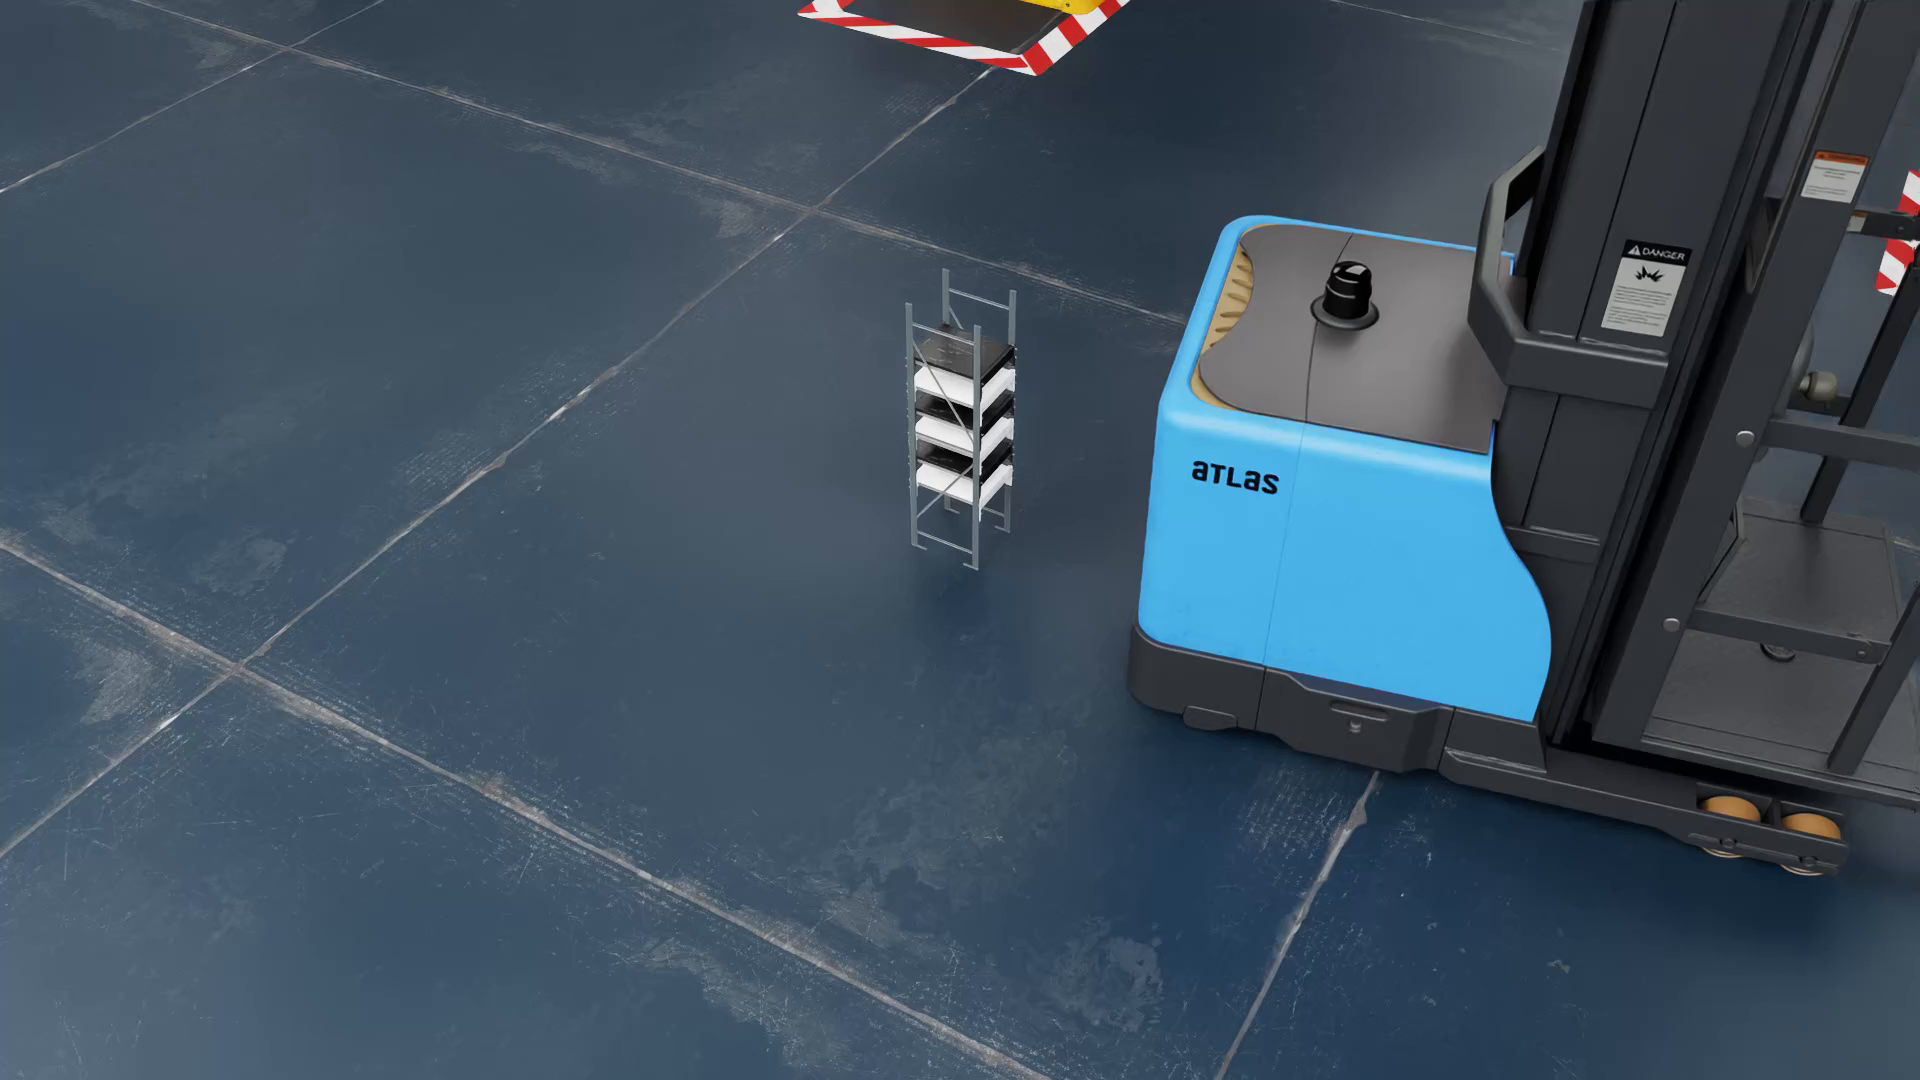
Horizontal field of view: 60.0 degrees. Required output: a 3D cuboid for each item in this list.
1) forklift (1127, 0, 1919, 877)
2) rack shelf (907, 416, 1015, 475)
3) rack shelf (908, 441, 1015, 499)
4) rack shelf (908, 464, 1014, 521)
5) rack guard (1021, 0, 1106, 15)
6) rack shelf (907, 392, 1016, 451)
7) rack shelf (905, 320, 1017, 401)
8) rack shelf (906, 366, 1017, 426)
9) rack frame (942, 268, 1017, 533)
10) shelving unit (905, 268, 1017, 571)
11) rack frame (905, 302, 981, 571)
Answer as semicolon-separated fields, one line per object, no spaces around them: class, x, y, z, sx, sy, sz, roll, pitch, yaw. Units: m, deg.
forklift;2.046;-0.634;3.752;3.031;2.935;1.130;12;43;13
rack shelf;0.004;-0.317;4.980;0.258;0.077;0.200;21;45;22
rack shelf;0.004;-0.250;5.039;0.258;0.077;0.200;21;45;22
rack shelf;0.004;-0.182;5.099;0.258;0.077;0.200;21;45;22
rack guard;0.193;-3.048;8.333;1.175;0.500;0.348;21;45;22
rack shelf;0.004;-0.385;4.920;0.258;0.077;0.200;21;45;22
rack shelf;0.004;-0.520;4.801;0.258;0.077;0.200;21;45;22
rack shelf;0.004;-0.452;4.861;0.258;0.077;0.200;21;45;22
rack frame;0.055;-0.401;5.024;0.240;0.900;0.006;21;45;22
shelving unit;0.004;-0.342;4.958;0.258;0.900;0.210;21;45;22
rack frame;-0.047;-0.284;4.892;0.240;0.900;0.006;21;45;22
